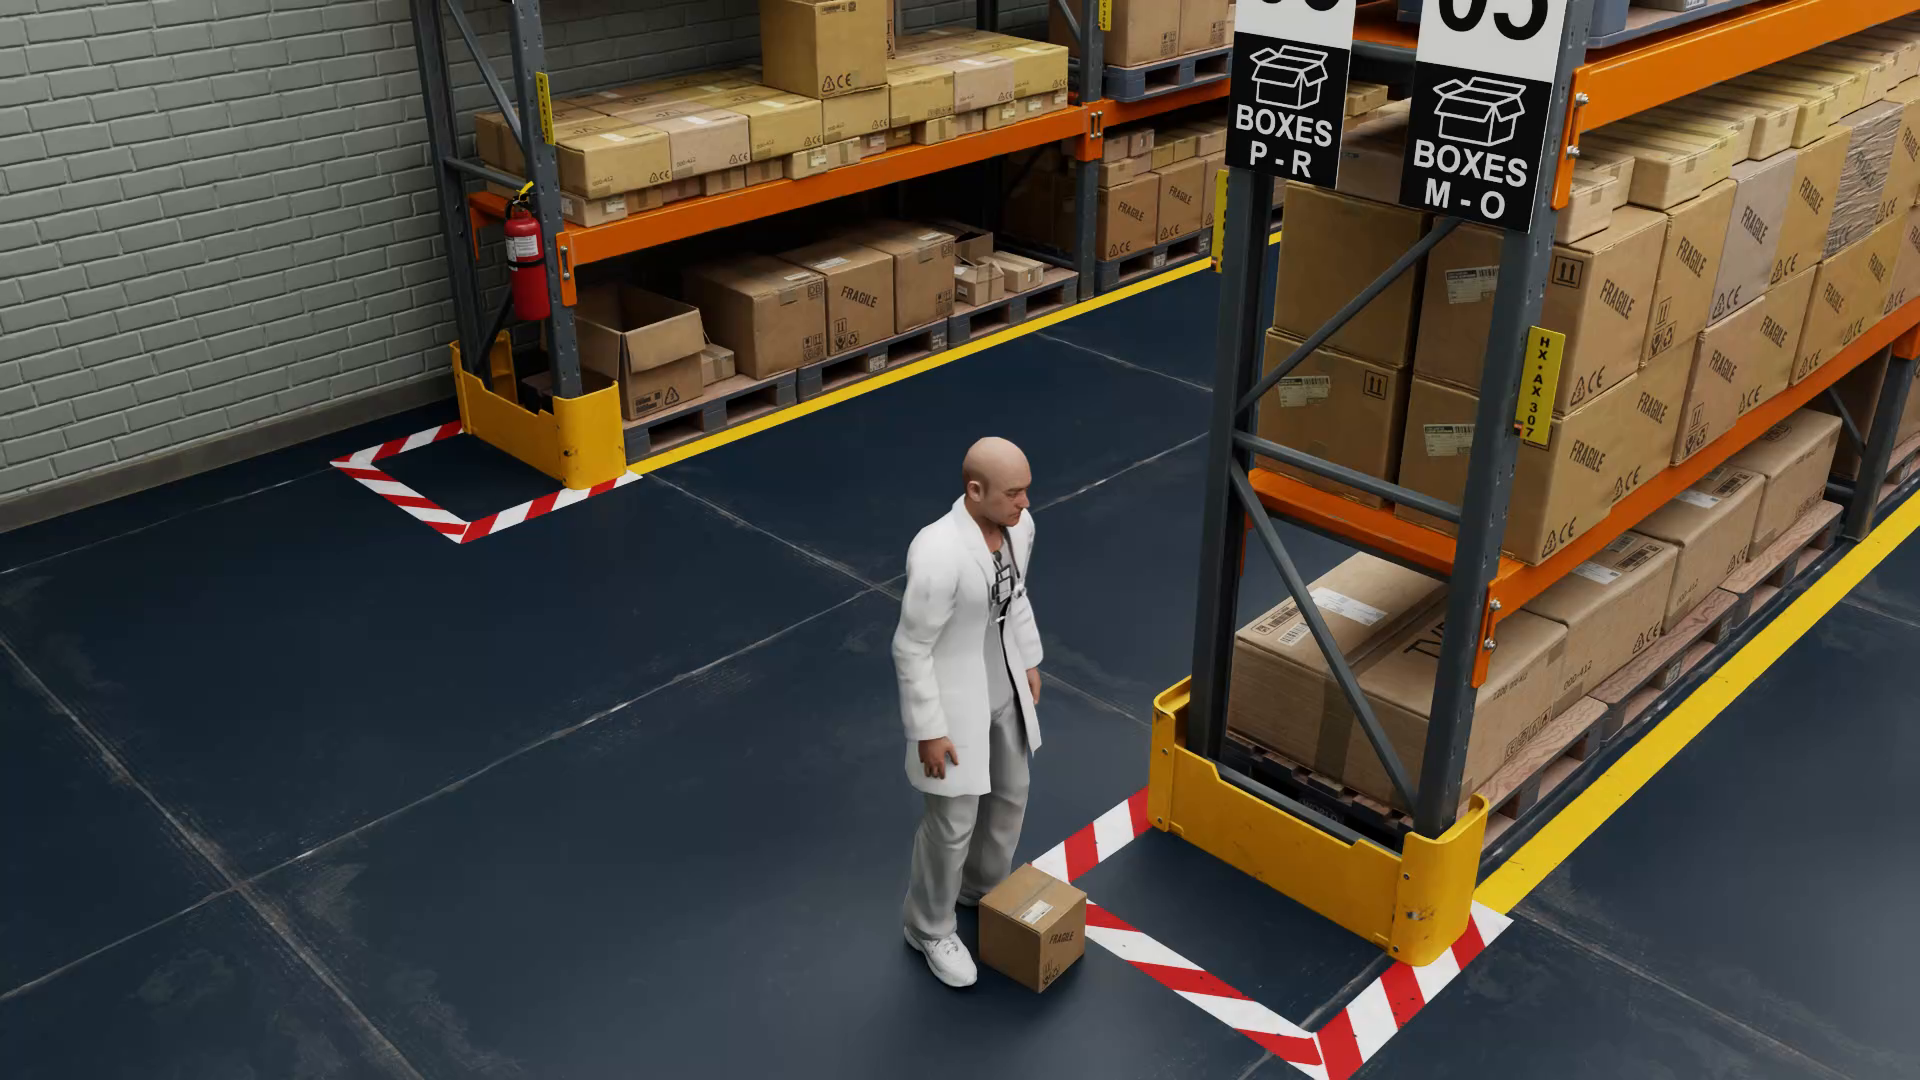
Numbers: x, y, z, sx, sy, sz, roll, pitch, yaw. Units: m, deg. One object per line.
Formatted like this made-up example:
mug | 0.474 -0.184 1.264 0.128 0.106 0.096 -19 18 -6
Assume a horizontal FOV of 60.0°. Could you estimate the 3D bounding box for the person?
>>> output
person | 0.051 0.496 5.181 0.427 1.773 0.651 19 33 33
